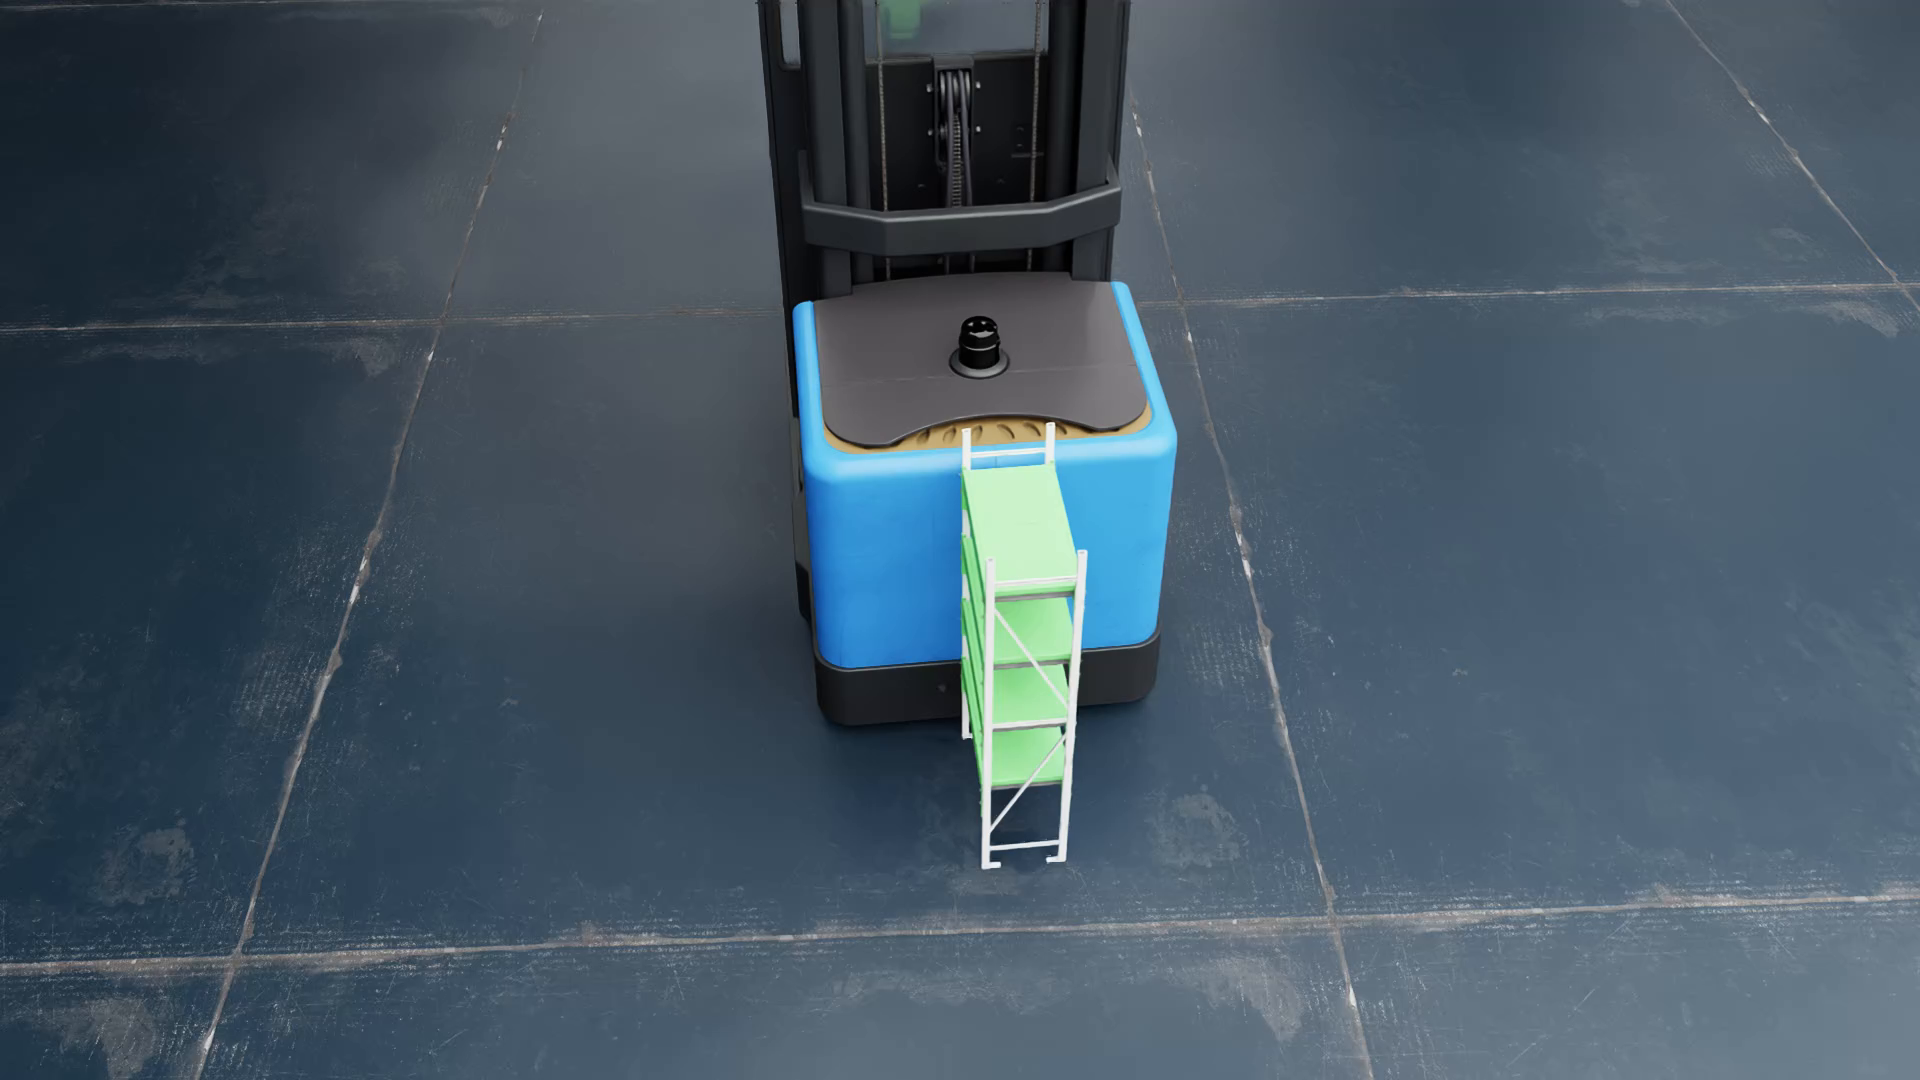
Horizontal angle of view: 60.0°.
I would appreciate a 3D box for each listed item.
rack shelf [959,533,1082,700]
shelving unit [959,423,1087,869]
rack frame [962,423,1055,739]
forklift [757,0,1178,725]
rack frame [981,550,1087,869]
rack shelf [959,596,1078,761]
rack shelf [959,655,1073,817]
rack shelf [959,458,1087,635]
[{"bbox_3d":[0.153,0.186,4.398,0.258,0.148,0.480,-4,43,-5],"label":"rack shelf"},{"bbox_3d":[0.153,0.316,4.517,0.258,1.200,0.503,-4,43,-5],"label":"shelving unit"},{"bbox_3d":[0.126,0.152,4.696,0.240,1.200,0.015,-4,43,-5],"label":"rack frame"},{"bbox_3d":[-0.074,-1.515,5.234,1.130,2.935,3.031,-4,43,-5],"label":"forklift"},{"bbox_3d":[0.181,0.480,4.338,0.240,1.200,0.015,-4,43,-5],"label":"rack frame"},{"bbox_3d":[0.153,0.363,4.560,0.258,0.148,0.480,-4,43,-5],"label":"rack shelf"},{"bbox_3d":[0.153,0.540,4.722,0.258,0.148,0.480,-4,43,-5],"label":"rack shelf"},{"bbox_3d":[0.153,0.009,4.236,0.258,0.148,0.480,-4,43,-5],"label":"rack shelf"}]
